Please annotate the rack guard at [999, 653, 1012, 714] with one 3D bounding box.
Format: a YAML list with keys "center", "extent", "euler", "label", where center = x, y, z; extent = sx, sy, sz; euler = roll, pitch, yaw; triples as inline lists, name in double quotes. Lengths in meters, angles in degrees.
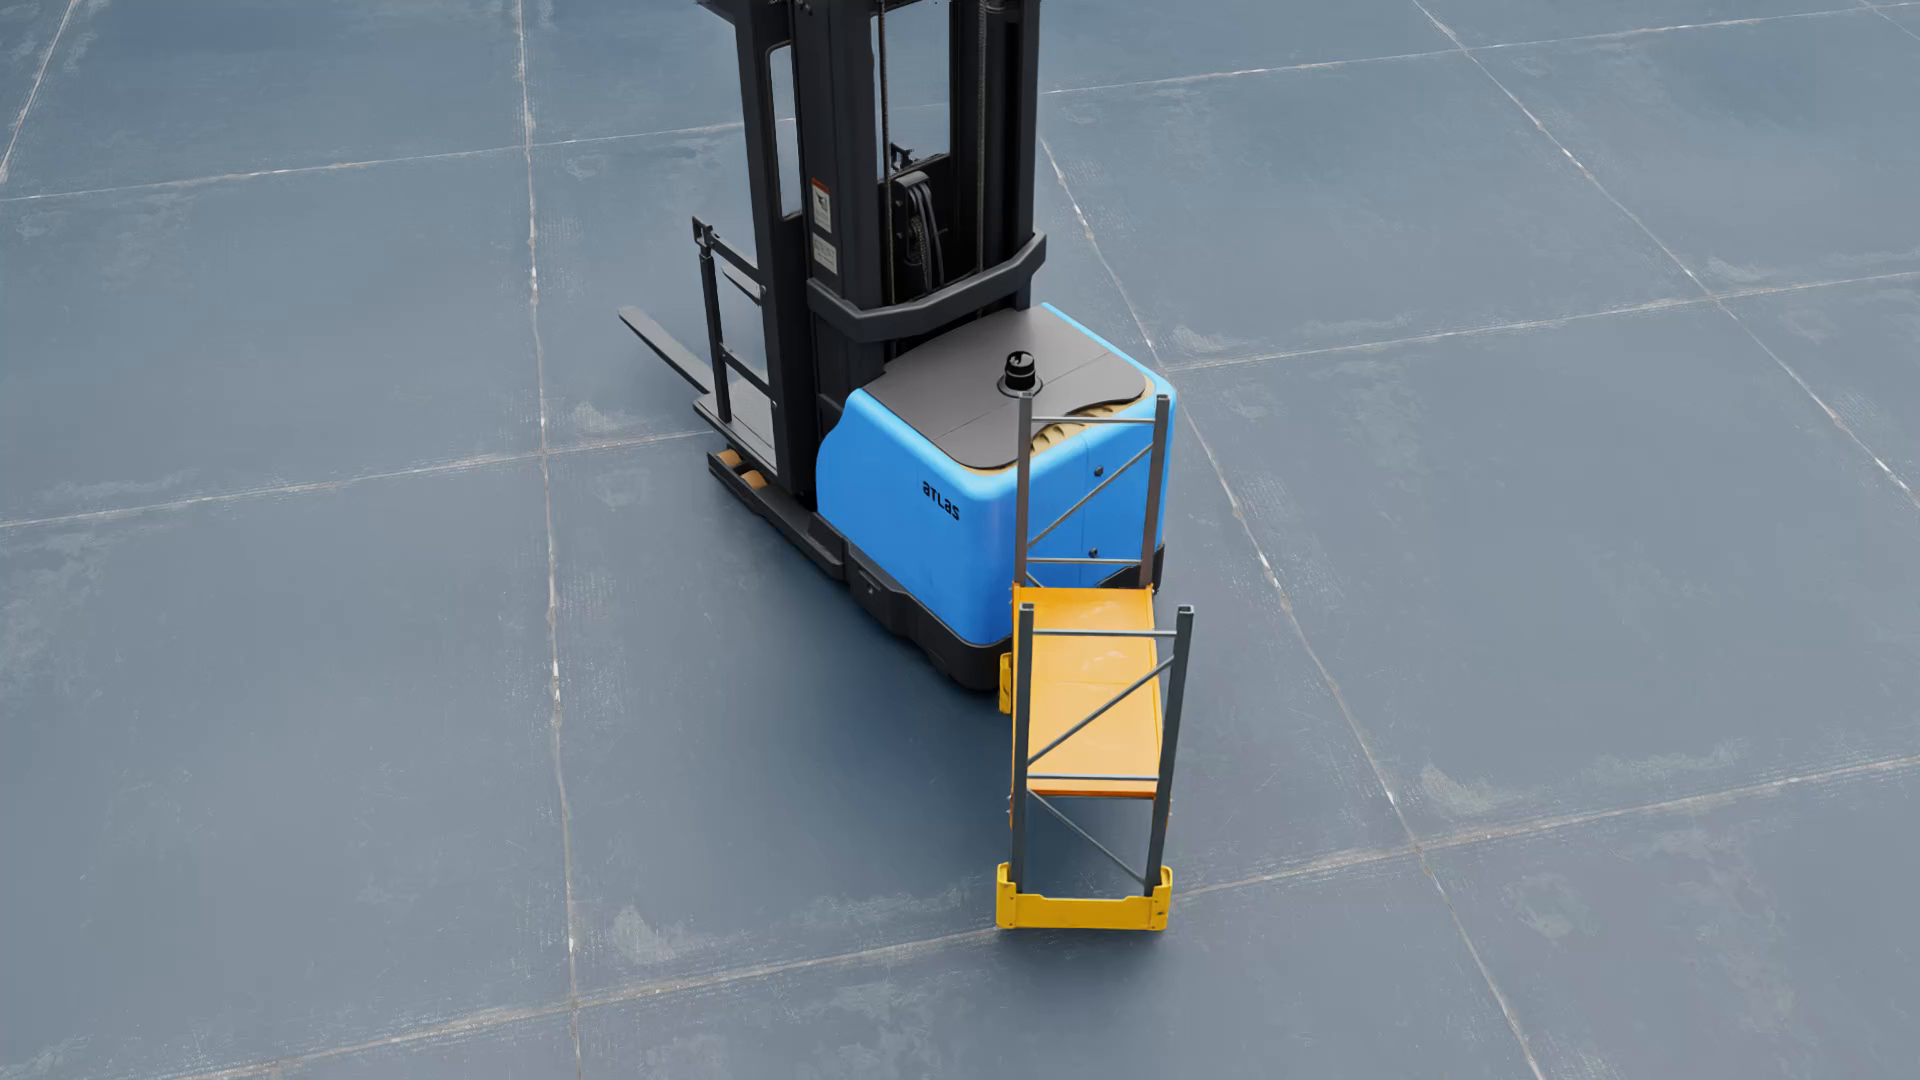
- center: [0.448, 0.560, 6.431]
  extent: [0.587, 0.250, 0.087]
  euler: [1, 42, 1]
  label: "rack guard"

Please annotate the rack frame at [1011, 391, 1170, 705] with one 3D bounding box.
- center: [0.449, 0.080, 6.030]
  extent: [0.500, 1.500, 0.032]
  euler: [1, 42, 1]
  label: "rack frame"

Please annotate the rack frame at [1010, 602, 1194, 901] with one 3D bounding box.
- center: [0.421, 0.754, 5.270]
  extent: [0.500, 1.500, 0.032]
  euler: [1, 42, 1]
  label: "rack frame"

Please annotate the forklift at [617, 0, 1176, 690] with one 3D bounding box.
- center: [-0.479, -1.427, 6.649]
  extent: [1.130, 2.935, 3.031]
  euler: [-28, 49, -28]
  label: "forklift"

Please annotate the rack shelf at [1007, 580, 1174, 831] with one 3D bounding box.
- center: [0.435, 0.552, 5.770]
  extent: [0.538, 0.185, 1.000]
  euler: [1, 42, 1]
  label: "rack shelf"

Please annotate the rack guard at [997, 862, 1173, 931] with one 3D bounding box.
- center: [0.421, 1.221, 5.686]
  extent: [0.587, 0.250, 0.087]
  euler: [1, 42, 1]
  label: "rack guard"

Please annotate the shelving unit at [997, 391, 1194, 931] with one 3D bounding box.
- center: [0.434, 0.423, 5.644]
  extent: [0.587, 1.500, 1.083]
  euler: [1, 42, 1]
  label: "shelving unit"
